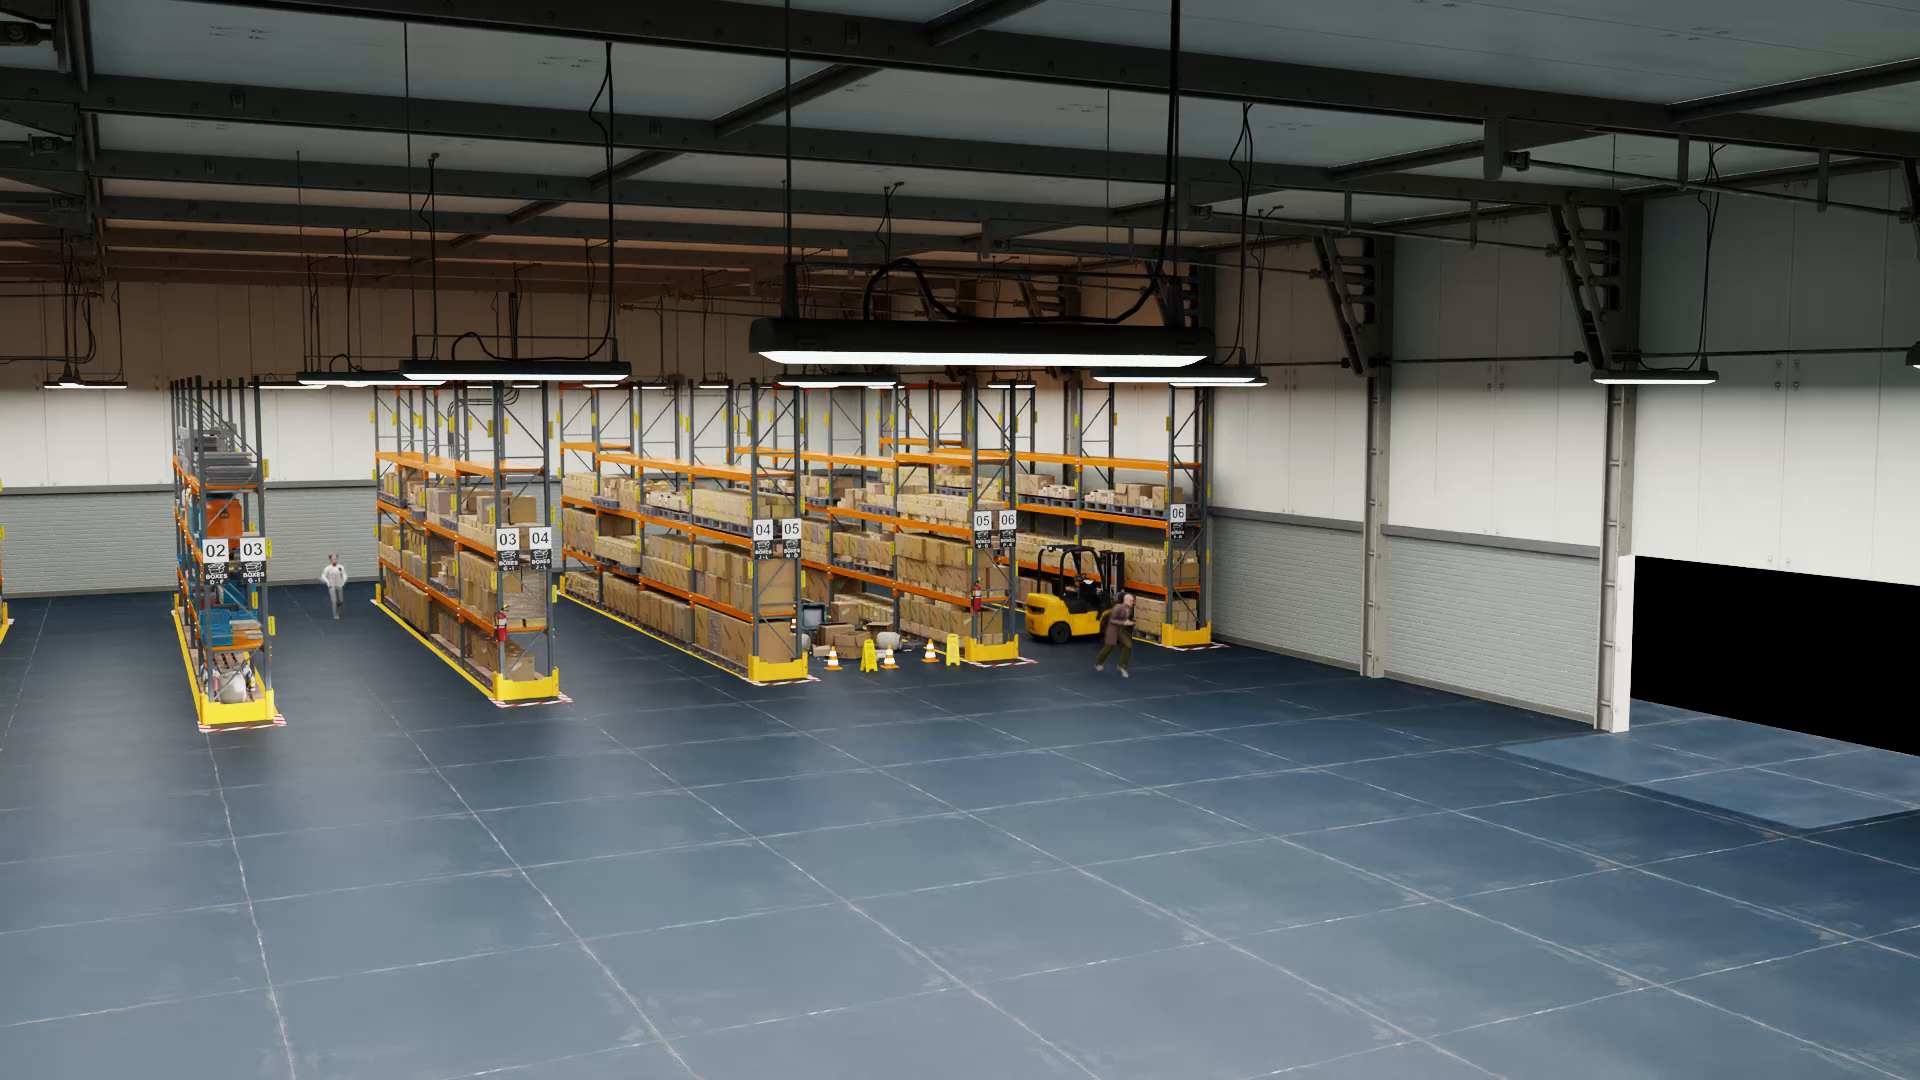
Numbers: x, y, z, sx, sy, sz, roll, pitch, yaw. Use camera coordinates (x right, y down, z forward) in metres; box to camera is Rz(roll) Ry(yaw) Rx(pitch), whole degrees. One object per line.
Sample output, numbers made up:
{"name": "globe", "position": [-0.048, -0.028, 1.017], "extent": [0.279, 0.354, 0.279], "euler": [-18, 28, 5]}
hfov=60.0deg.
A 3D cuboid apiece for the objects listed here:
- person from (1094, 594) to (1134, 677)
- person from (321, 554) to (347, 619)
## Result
{"name": "person", "position": [3.140, 1.927, 33.637], "extent": [0.751, 1.734, 1.072], "euler": [-5, 7, -44]}
{"name": "person", "position": [-15.793, 1.171, 42.001], "extent": [0.615, 1.635, 0.581], "euler": [-3, 6, -31]}
